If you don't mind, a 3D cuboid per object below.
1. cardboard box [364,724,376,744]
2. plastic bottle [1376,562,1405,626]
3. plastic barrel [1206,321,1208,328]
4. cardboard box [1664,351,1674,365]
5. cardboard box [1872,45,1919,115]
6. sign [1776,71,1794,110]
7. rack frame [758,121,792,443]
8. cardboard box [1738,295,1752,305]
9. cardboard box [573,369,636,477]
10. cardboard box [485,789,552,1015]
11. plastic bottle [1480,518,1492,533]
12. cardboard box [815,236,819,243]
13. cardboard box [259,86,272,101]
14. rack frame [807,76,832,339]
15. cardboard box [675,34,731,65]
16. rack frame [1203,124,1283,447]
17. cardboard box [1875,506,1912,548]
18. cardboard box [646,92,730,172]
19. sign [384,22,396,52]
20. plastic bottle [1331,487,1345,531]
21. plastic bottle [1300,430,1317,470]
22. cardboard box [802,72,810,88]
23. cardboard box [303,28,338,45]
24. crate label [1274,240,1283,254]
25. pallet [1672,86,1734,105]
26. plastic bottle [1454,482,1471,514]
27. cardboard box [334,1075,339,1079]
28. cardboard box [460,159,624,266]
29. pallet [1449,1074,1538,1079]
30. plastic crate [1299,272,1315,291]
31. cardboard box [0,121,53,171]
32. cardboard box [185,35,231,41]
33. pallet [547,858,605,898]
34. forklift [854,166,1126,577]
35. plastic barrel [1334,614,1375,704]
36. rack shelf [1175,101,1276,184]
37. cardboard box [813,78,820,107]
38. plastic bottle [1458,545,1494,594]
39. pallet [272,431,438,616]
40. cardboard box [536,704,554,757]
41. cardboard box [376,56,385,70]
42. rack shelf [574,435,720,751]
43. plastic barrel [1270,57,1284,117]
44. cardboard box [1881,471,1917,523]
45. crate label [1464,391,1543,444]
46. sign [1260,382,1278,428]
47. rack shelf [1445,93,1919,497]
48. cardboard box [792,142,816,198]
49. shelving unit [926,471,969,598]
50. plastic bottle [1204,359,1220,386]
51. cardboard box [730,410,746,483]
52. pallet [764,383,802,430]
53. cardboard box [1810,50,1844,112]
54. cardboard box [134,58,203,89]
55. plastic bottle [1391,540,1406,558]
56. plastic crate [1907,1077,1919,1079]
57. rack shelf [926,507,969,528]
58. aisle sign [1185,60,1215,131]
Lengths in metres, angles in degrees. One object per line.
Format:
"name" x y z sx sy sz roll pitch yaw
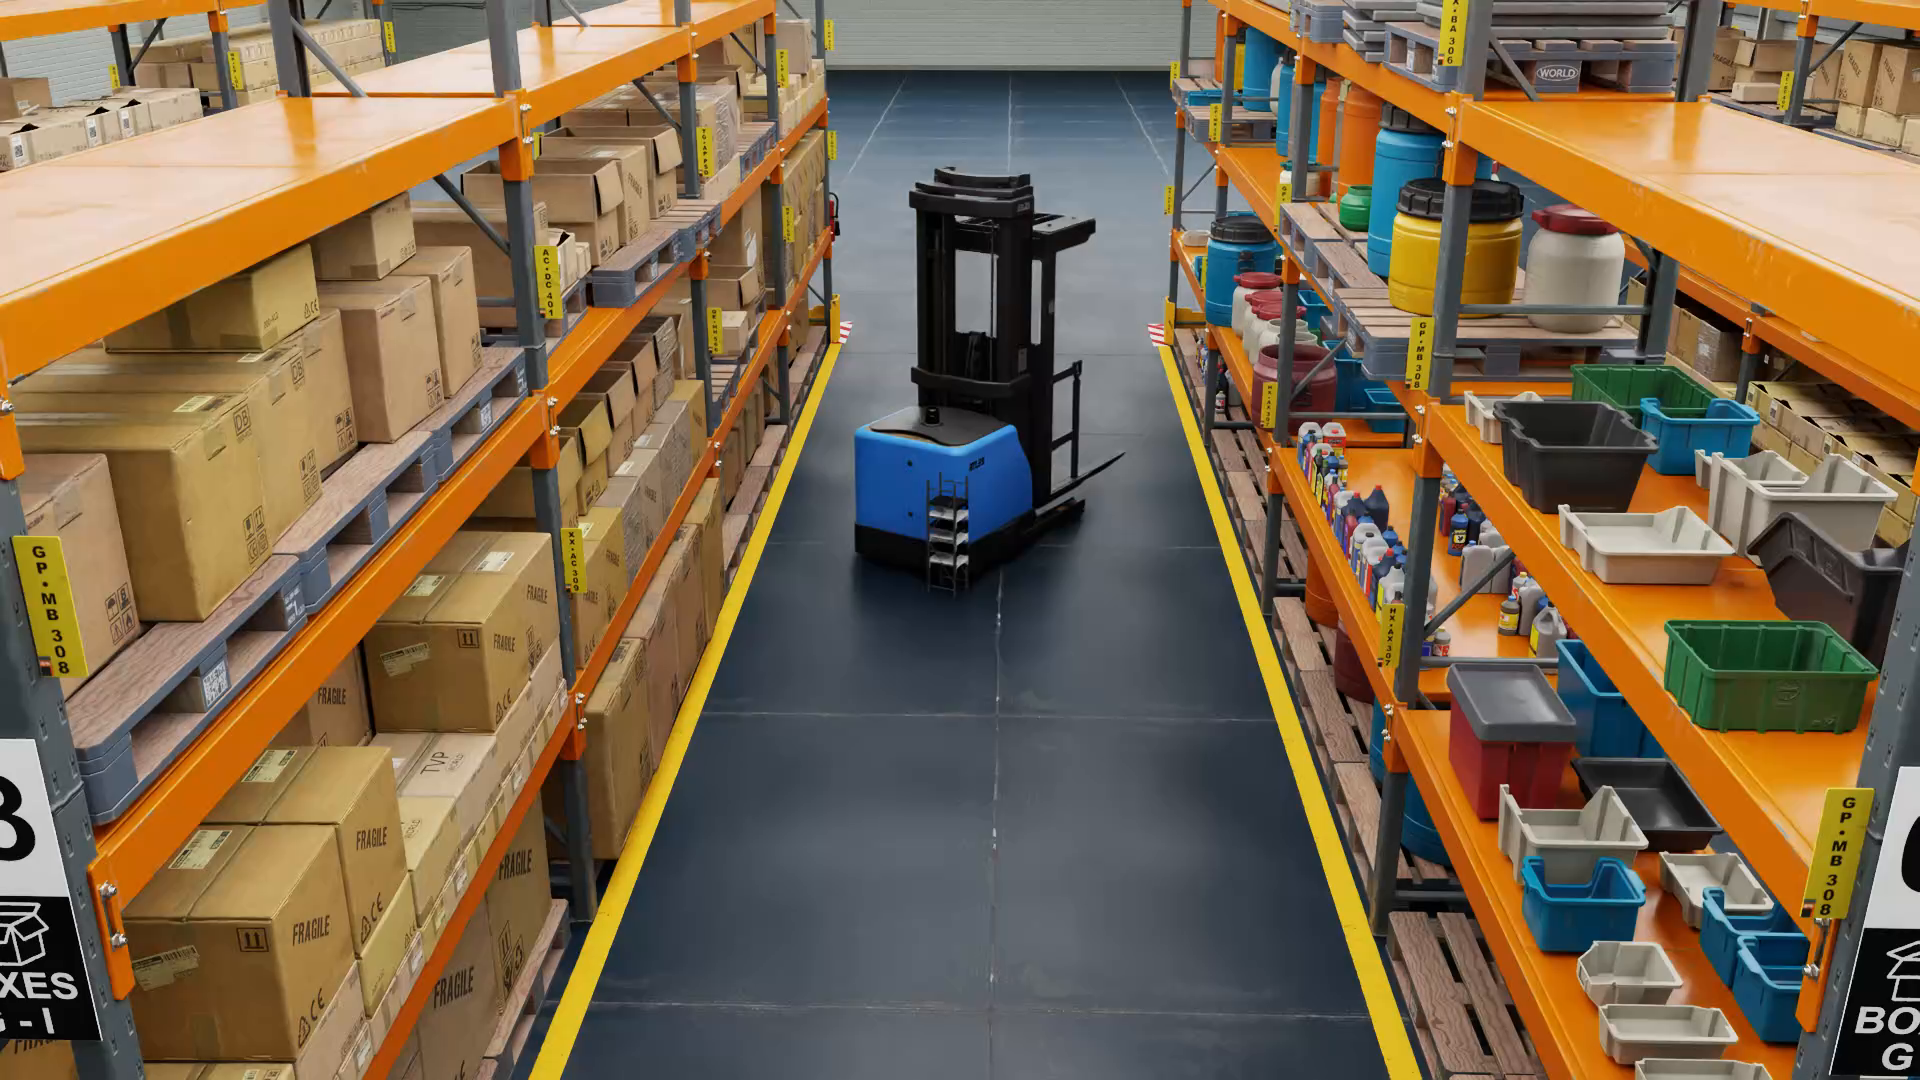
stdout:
"cardboard box" -2.667 0.811 7.089 0.500 0.250 0.500 1 21 1
"plastic bottle" 2.280 0.274 8.743 0.144 0.351 0.185 1 21 2
"plastic barrel" 3.001 -2.549 18.810 0.421 0.512 0.421 0 21 0
"cardboard box" 7.610 -1.876 17.437 0.500 0.250 0.500 1 21 2
"cardboard box" 7.721 -3.695 13.348 0.500 0.500 0.500 3 21 7
"sign" 7.219 -3.931 14.543 0.100 0.325 0.005 1 21 2
"rack frame" -2.128 -2.360 15.464 1.000 3.000 0.127 1 21 2
"cardboard box" 7.781 -2.457 15.575 0.700 0.500 0.500 0 21 0
"cardboard box" -2.324 -0.685 9.624 0.797 0.503 0.637 1 21 3
"cardboard box" -2.471 1.565 7.705 0.875 0.875 0.875 1 21 2
"plastic bottle" 3.044 -0.011 9.589 0.097 0.271 0.097 0 21 0
"cardboard box" -1.773 -3.402 18.498 0.380 0.149 0.250 1 21 2
"cardboard box" -6.726 -4.196 15.679 0.380 0.149 0.250 1 21 2
"rack frame" -2.006 -3.806 19.191 1.000 3.000 0.127 1 21 2
"cardboard box" -2.369 -4.342 15.186 0.500 0.500 0.500 0 21 0
"rack frame" 2.823 -2.305 15.323 1.000 3.000 0.127 1 21 2
"cardboard box" 7.437 -0.096 12.851 0.500 0.250 0.500 0 21 1
"cardboard box" -1.959 -2.942 11.989 0.500 0.500 0.500 1 21 2
"sign" -6.419 -5.660 18.709 0.100 0.325 0.005 1 21 2
"plastic bottle" 2.299 -0.187 10.042 0.097 0.271 0.097 0 21 0
"plastic bottle" 2.334 -0.604 11.118 0.097 0.271 0.097 0 21 0
"cardboard box" -1.749 -4.746 17.124 0.380 0.149 0.250 0 21 -1
"cardboard box" -6.671 -5.207 17.182 0.380 0.149 0.250 0 21 1
"crate label" 3.159 -3.100 17.322 0.502 0.435 0.616 1 21 2
"pallet" 7.814 -4.355 16.582 1.003 0.211 1.213 1 21 2
"plastic bottle" 3.034 -0.215 10.004 0.144 0.351 0.185 1 21 2
"cardboard box" -2.138 1.786 5.126 0.380 0.149 0.250 0 21 0
"cardboard box" -2.290 -1.817 9.195 0.797 0.503 0.637 0 21 1
"pallet" 2.562 2.596 6.547 1.003 0.211 1.213 1 21 2
"plastic crate" 3.114 -2.157 14.852 0.402 0.464 0.583 1 21 2
"cardboard box" -6.962 -2.863 12.019 0.500 0.311 0.500 1 21 2
"cardboard box" -7.360 -4.848 16.257 0.380 0.149 0.250 1 21 2
"pallet" -2.423 1.553 9.235 1.003 0.211 1.213 1 21 2
"forklift" 0.395 -1.568 13.518 1.130 2.935 3.031 13 25 30
"plastic barrel" 2.669 0.655 10.448 0.600 0.588 0.708 1 21 2
"rack shelf" 2.884 -4.091 16.775 1.077 0.370 4.000 1 21 2
"cardboard box" -1.779 -4.777 17.754 0.500 0.250 0.500 1 21 2
"plastic bottle" 2.851 0.145 9.179 0.152 0.276 0.135 1 21 2
"pallet" -2.446 -0.089 5.587 1.003 0.211 1.213 1 21 2
"cardboard box" -2.060 0.857 7.521 0.380 0.149 0.250 1 21 3
"cardboard box" -6.632 -5.297 18.516 0.380 0.149 0.250 1 21 2
"rack shelf" -2.310 0.145 10.003 1.077 0.370 4.000 1 21 2
"plastic barrel" 3.032 -4.105 15.080 0.421 0.512 0.421 0 21 0
"cardboard box" 7.431 -0.359 12.752 0.500 0.311 0.500 0 21 1
"crate label" 2.276 -0.514 6.926 0.293 0.136 0.466 1 21 2
"sign" 2.151 -0.939 11.576 0.100 0.325 0.005 1 21 2
"rack shelf" 2.519 -0.965 5.122 1.077 0.370 4.000 1 21 2
"cardboard box" -1.803 -3.894 17.487 0.500 0.500 0.500 1 21 2
"shelving unit" -0.092 -0.036 12.378 0.258 0.900 0.210 10 23 25
"plastic bottle" 2.579 -1.721 16.976 0.152 0.276 0.135 1 21 3
"cardboard box" -2.218 -0.803 14.300 0.700 0.500 0.500 -1 21 -3
"pallet" -2.143 -1.303 16.595 1.003 0.211 1.213 1 21 2
"cardboard box" 8.053 -4.135 14.980 0.500 0.500 0.500 2 21 6
"cardboard box" -7.324 -4.341 15.501 0.500 0.250 0.500 0 21 1
"plastic bottle" 2.424 0.133 9.218 0.097 0.271 0.097 0 21 0
"plastic crate" 2.815 1.760 4.995 0.416 0.233 0.300 1 21 2
"rack shelf" -0.092 -0.173 12.325 0.258 0.077 0.200 10 23 25
"aisle sign" 2.654 -4.993 18.656 0.394 0.787 0.004 1 21 2
